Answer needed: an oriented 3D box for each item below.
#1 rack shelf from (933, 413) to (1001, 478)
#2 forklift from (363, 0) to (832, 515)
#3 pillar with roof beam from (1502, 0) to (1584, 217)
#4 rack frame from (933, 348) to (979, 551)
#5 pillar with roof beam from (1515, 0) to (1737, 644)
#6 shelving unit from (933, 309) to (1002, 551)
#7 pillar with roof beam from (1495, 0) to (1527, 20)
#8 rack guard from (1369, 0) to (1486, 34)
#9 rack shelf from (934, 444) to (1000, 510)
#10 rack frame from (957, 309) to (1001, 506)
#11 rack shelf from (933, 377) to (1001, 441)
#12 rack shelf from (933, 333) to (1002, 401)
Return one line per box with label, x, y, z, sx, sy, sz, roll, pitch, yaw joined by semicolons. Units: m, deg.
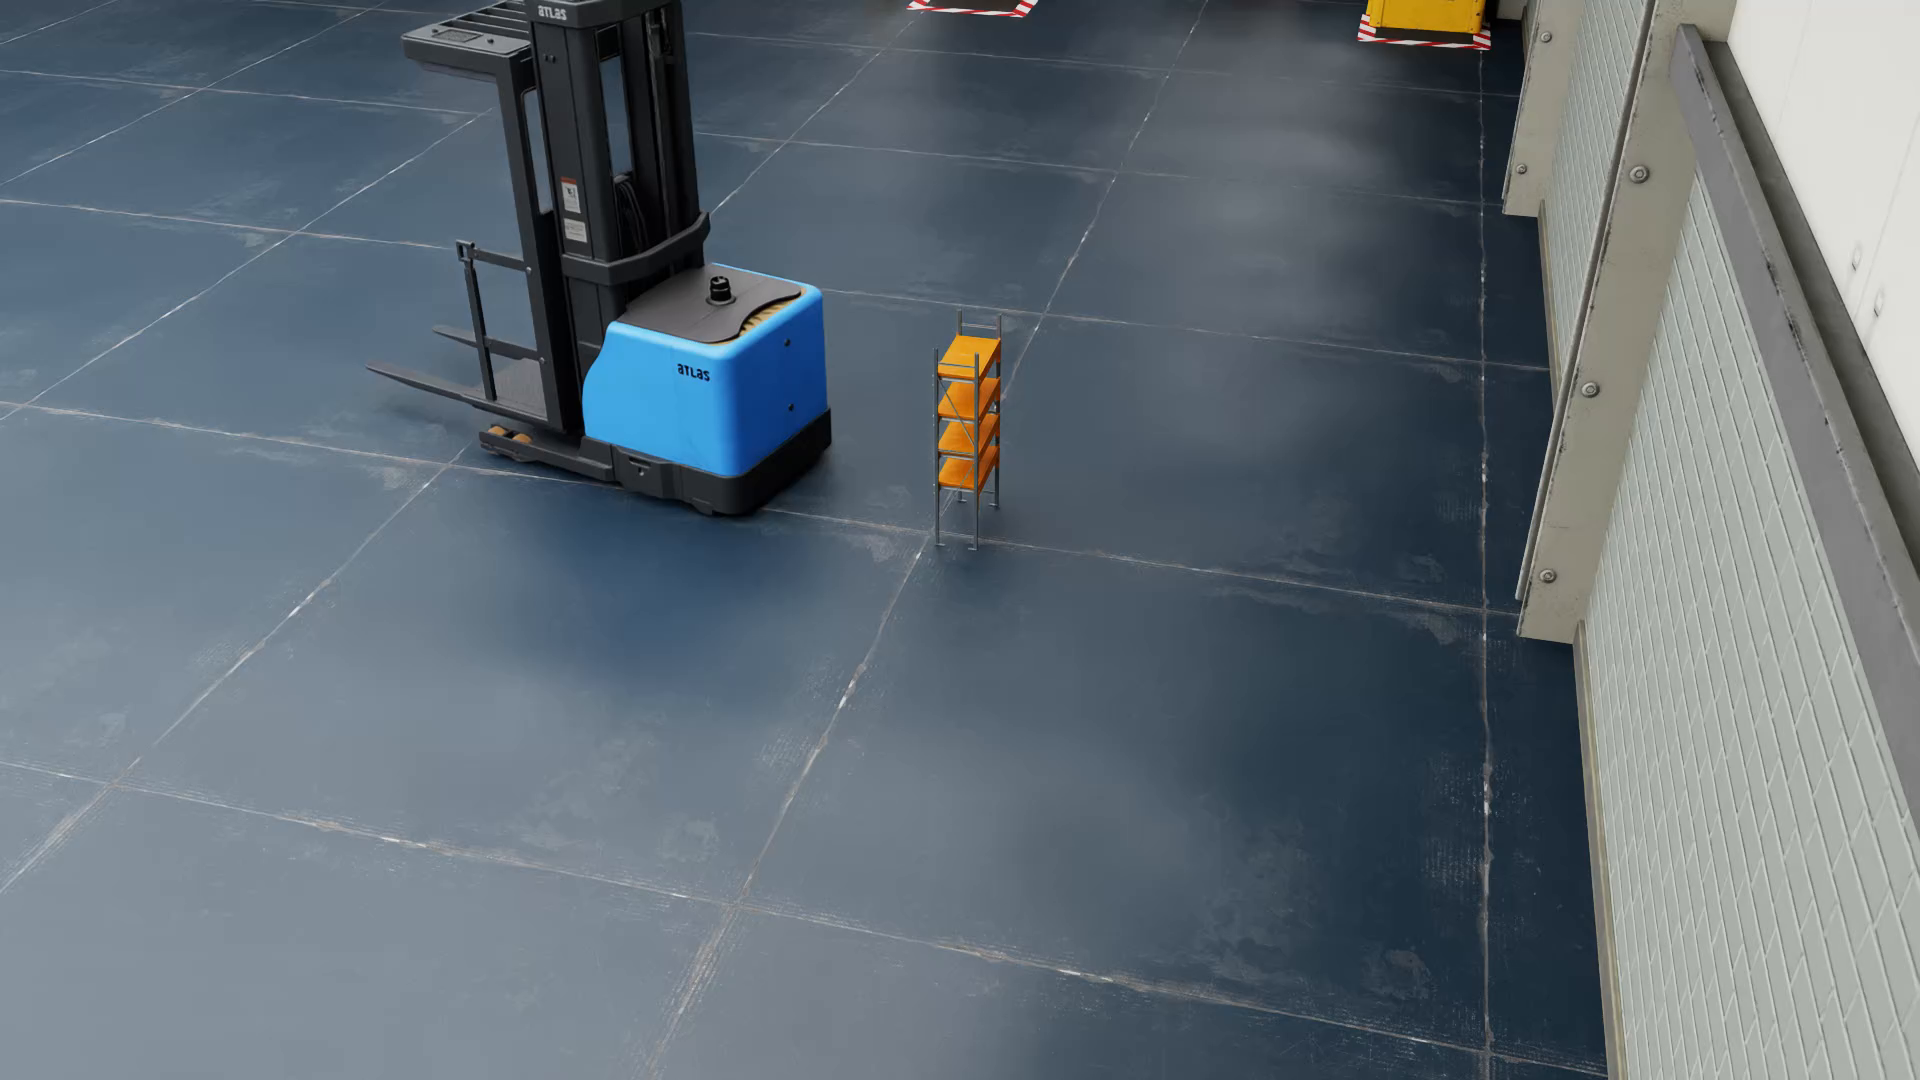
rack shelf;0.042;-0.535;9.099;0.258;0.148;0.480;8;33;12
forklift;-2.316;-1.934;9.560;3.031;2.935;1.130;16;36;24
pillar with roof beam;0.399;-7.090;12.015;9.100;9.000;0.400;8;33;12
rack frame;-0.020;-0.466;8.864;0.240;1.200;0.015;8;33;12
pillar with roof beam;-1.123;-3.976;7.117;9.100;9.000;0.400;8;33;12
shelving unit;0.042;-0.592;9.063;0.258;1.200;0.503;8;33;12
pillar with roof beam;1.922;-10.203;16.912;9.100;9.000;0.400;8;33;12
rack guard;5.031;-5.780;17.875;1.175;0.500;0.348;8;33;12
rack shelf;0.042;-0.368;9.206;0.258;0.148;0.480;8;33;12
rack frame;0.104;-0.719;9.262;0.240;1.200;0.015;8;33;12
rack shelf;0.042;-0.724;8.979;0.258;0.148;0.480;8;33;12
rack shelf;0.042;-0.924;8.852;0.258;0.148;0.480;8;33;12
